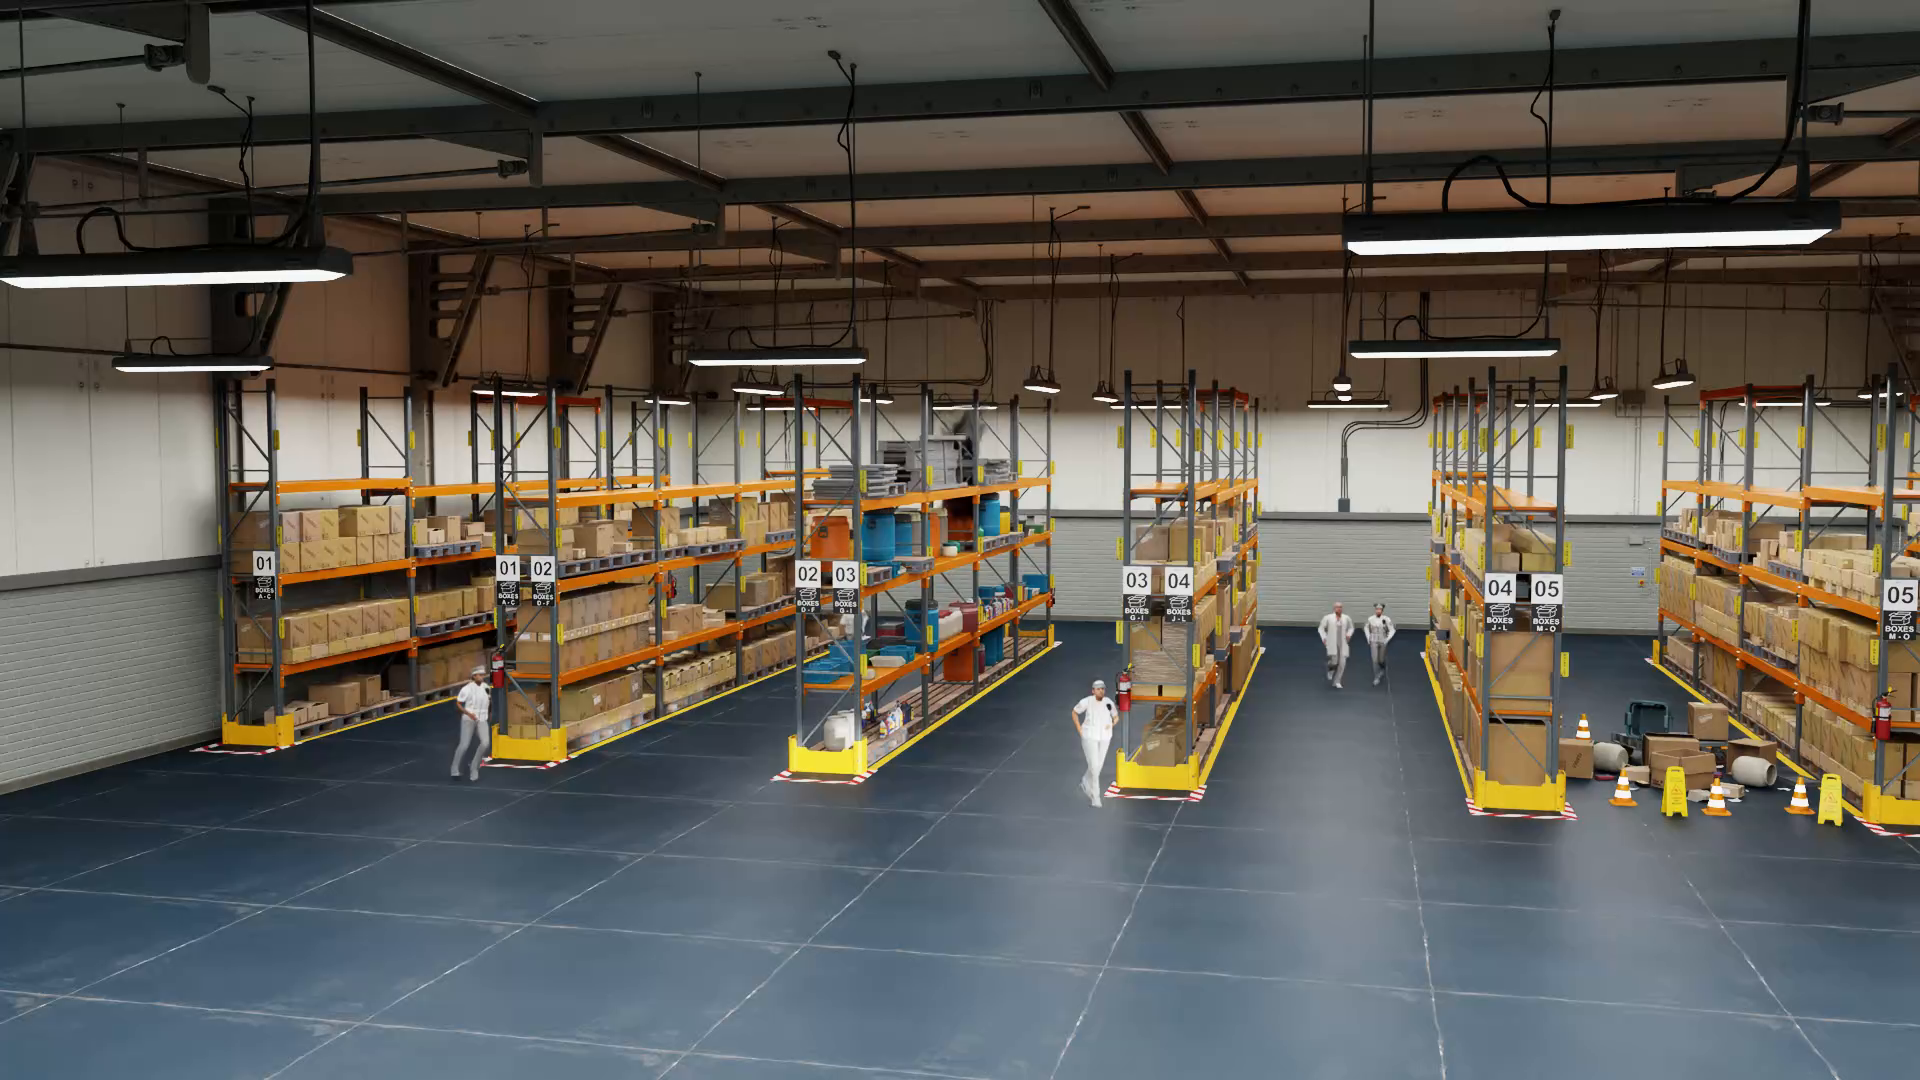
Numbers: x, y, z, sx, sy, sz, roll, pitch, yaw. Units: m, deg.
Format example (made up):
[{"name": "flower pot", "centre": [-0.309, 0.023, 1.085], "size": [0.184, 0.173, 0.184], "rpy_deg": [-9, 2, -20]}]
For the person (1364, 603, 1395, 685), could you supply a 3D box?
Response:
[{"name": "person", "centre": [8.662, 2.121, 34.365], "size": [0.637, 1.675, 0.765], "rpy_deg": [1, 4, 17]}]

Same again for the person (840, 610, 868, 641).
[{"name": "person", "centre": [-2.273, 2.030, 35.479], "size": [0.557, 1.737, 0.816], "rpy_deg": [0, 3, 6]}]

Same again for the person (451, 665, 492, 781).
[{"name": "person", "centre": [-7.186, 2.702, 24.678], "size": [0.654, 1.692, 0.659], "rpy_deg": [-3, 5, -41]}]

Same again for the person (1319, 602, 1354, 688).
[{"name": "person", "centre": [7.636, 2.122, 33.662], "size": [0.709, 1.733, 0.638], "rpy_deg": [0, 3, -1]}]

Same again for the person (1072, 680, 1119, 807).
[{"name": "person", "centre": [1.908, 2.799, 23.061], "size": [0.637, 1.731, 0.745], "rpy_deg": [-1, 4, -18]}]
